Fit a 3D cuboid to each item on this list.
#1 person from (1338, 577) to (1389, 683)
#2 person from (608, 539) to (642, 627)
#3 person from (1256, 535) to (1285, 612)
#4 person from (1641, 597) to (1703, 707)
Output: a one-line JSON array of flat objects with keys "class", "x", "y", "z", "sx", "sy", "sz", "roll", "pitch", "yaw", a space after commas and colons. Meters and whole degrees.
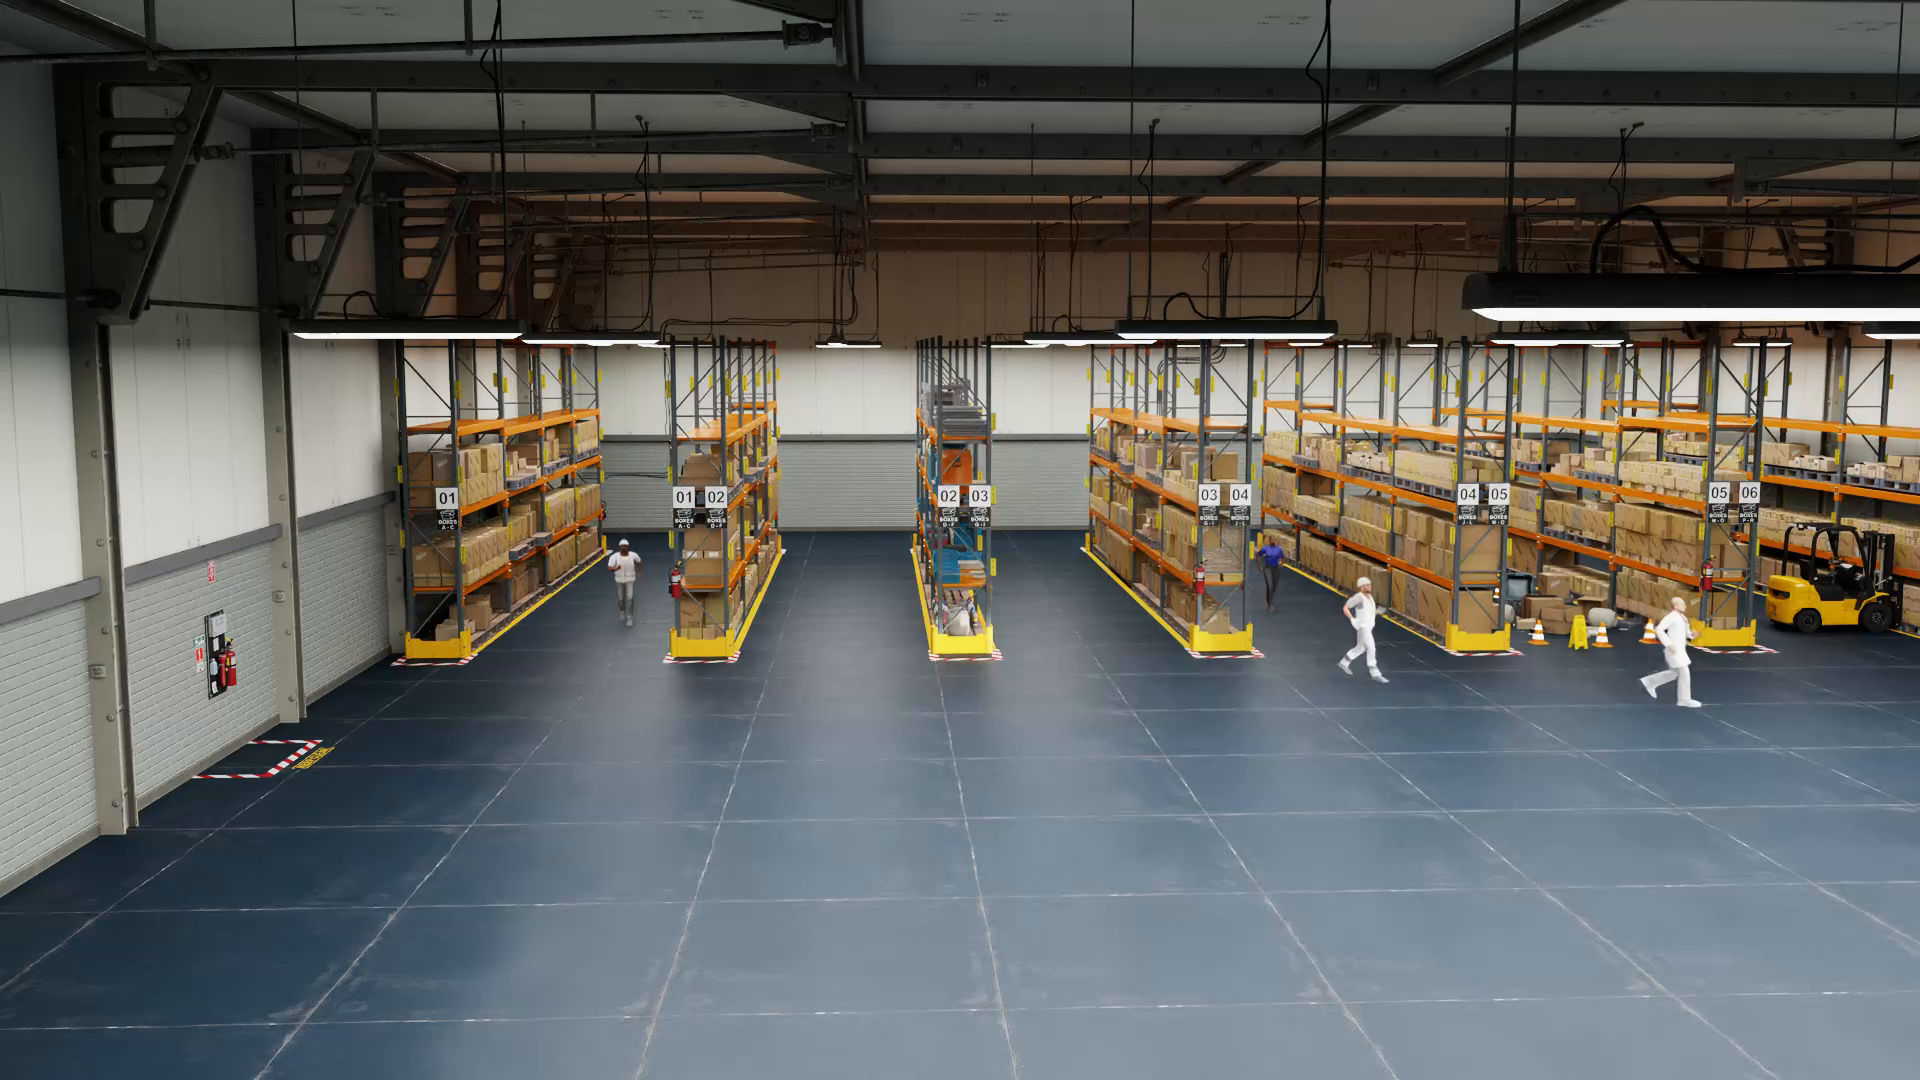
[{"class": "person", "x": 7.008, "y": 1.531, "z": 28.835, "sx": 0.987, "sy": 1.783, "sz": 0.661, "roll": 5, "pitch": 8, "yaw": 35}, {"class": "person", "x": -7.011, "y": 0.871, "z": 34.798, "sx": 0.691, "sy": 1.775, "sz": 0.944, "roll": -1, "pitch": 7, "yaw": -10}, {"class": "person", "x": 6.898, "y": 0.716, "z": 36.889, "sx": 0.585, "sy": 1.679, "sz": 0.841, "roll": -1, "pitch": 7, "yaw": -7}, {"class": "person", "x": 11.499, "y": 1.791, "z": 26.833, "sx": 0.954, "sy": 1.756, "sz": 0.709, "roll": 5, "pitch": 8, "yaw": 36}]
